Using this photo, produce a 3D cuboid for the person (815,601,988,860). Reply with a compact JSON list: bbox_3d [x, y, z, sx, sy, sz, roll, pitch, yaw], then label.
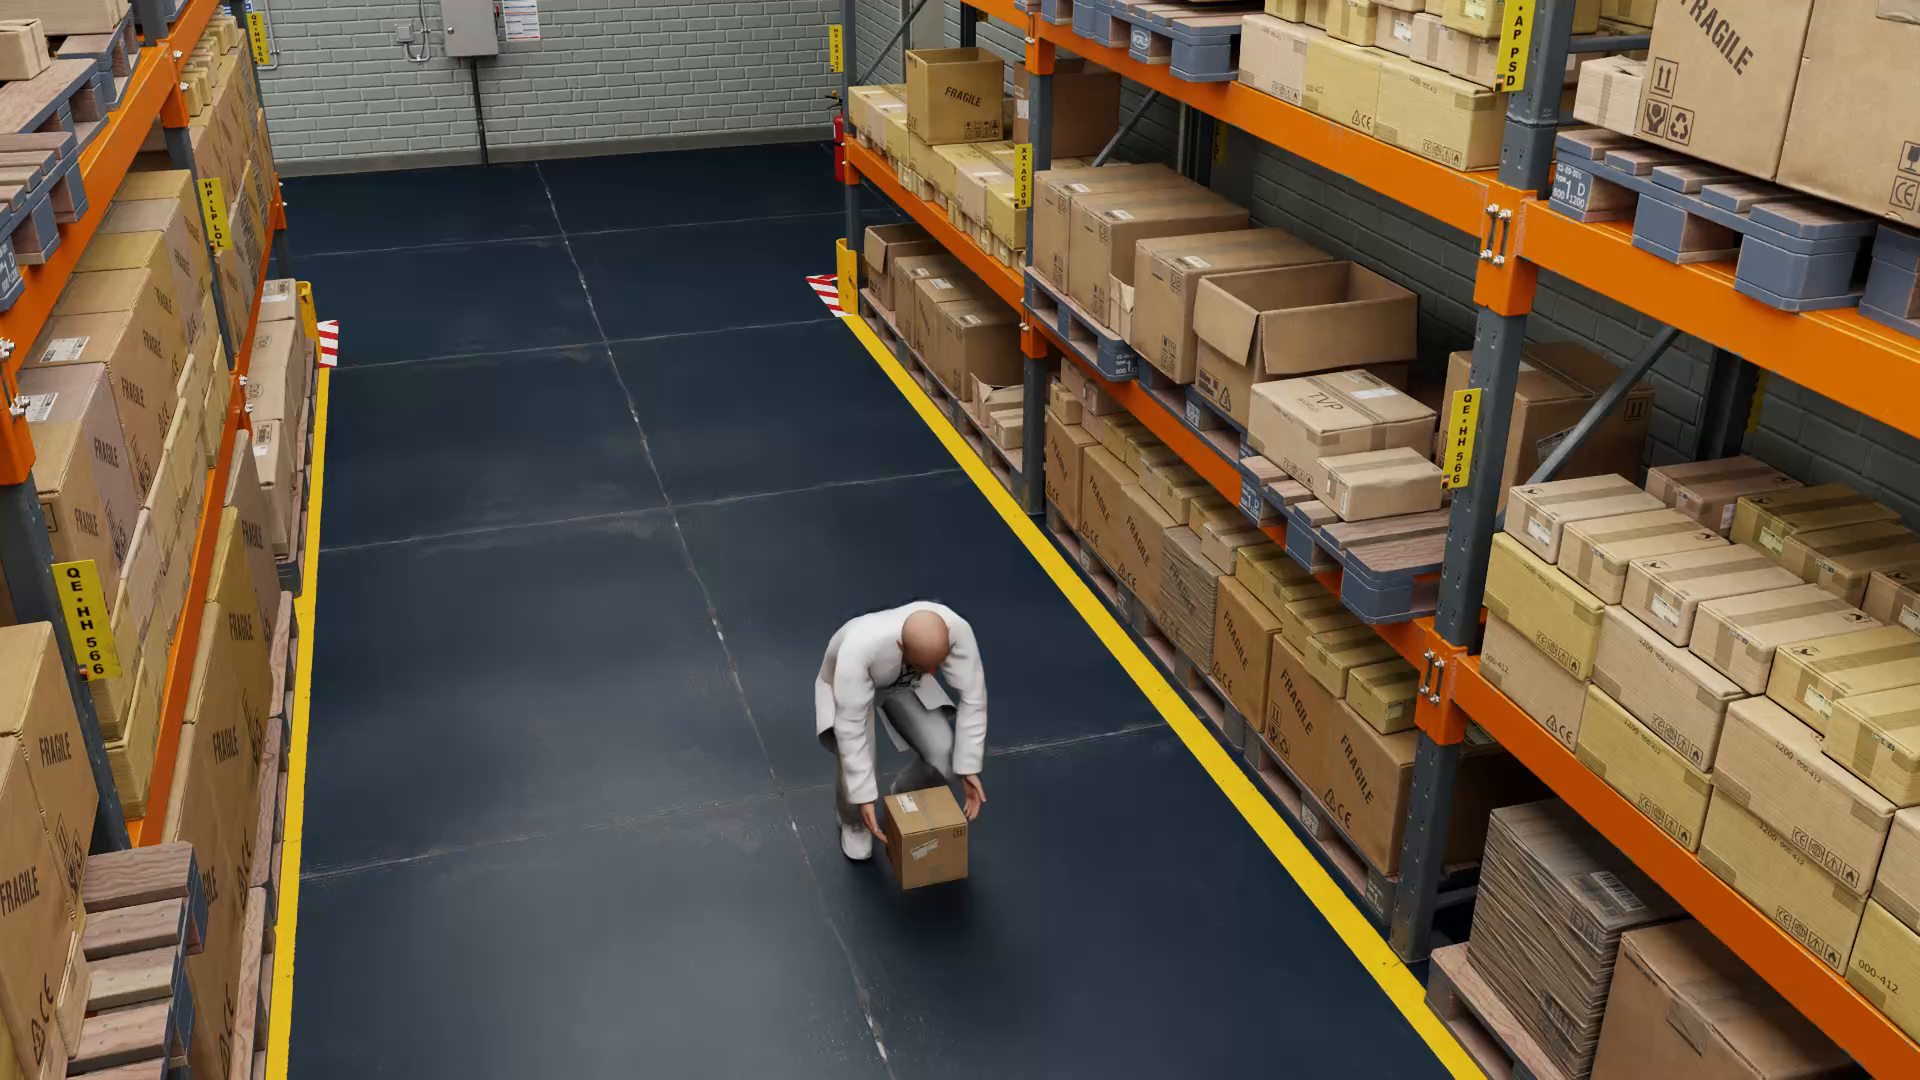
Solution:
[{"bbox_3d":[-0.244,0.680,6.419,0.627,1.180,0.821,-8,27,-16],"label":"person"}]
